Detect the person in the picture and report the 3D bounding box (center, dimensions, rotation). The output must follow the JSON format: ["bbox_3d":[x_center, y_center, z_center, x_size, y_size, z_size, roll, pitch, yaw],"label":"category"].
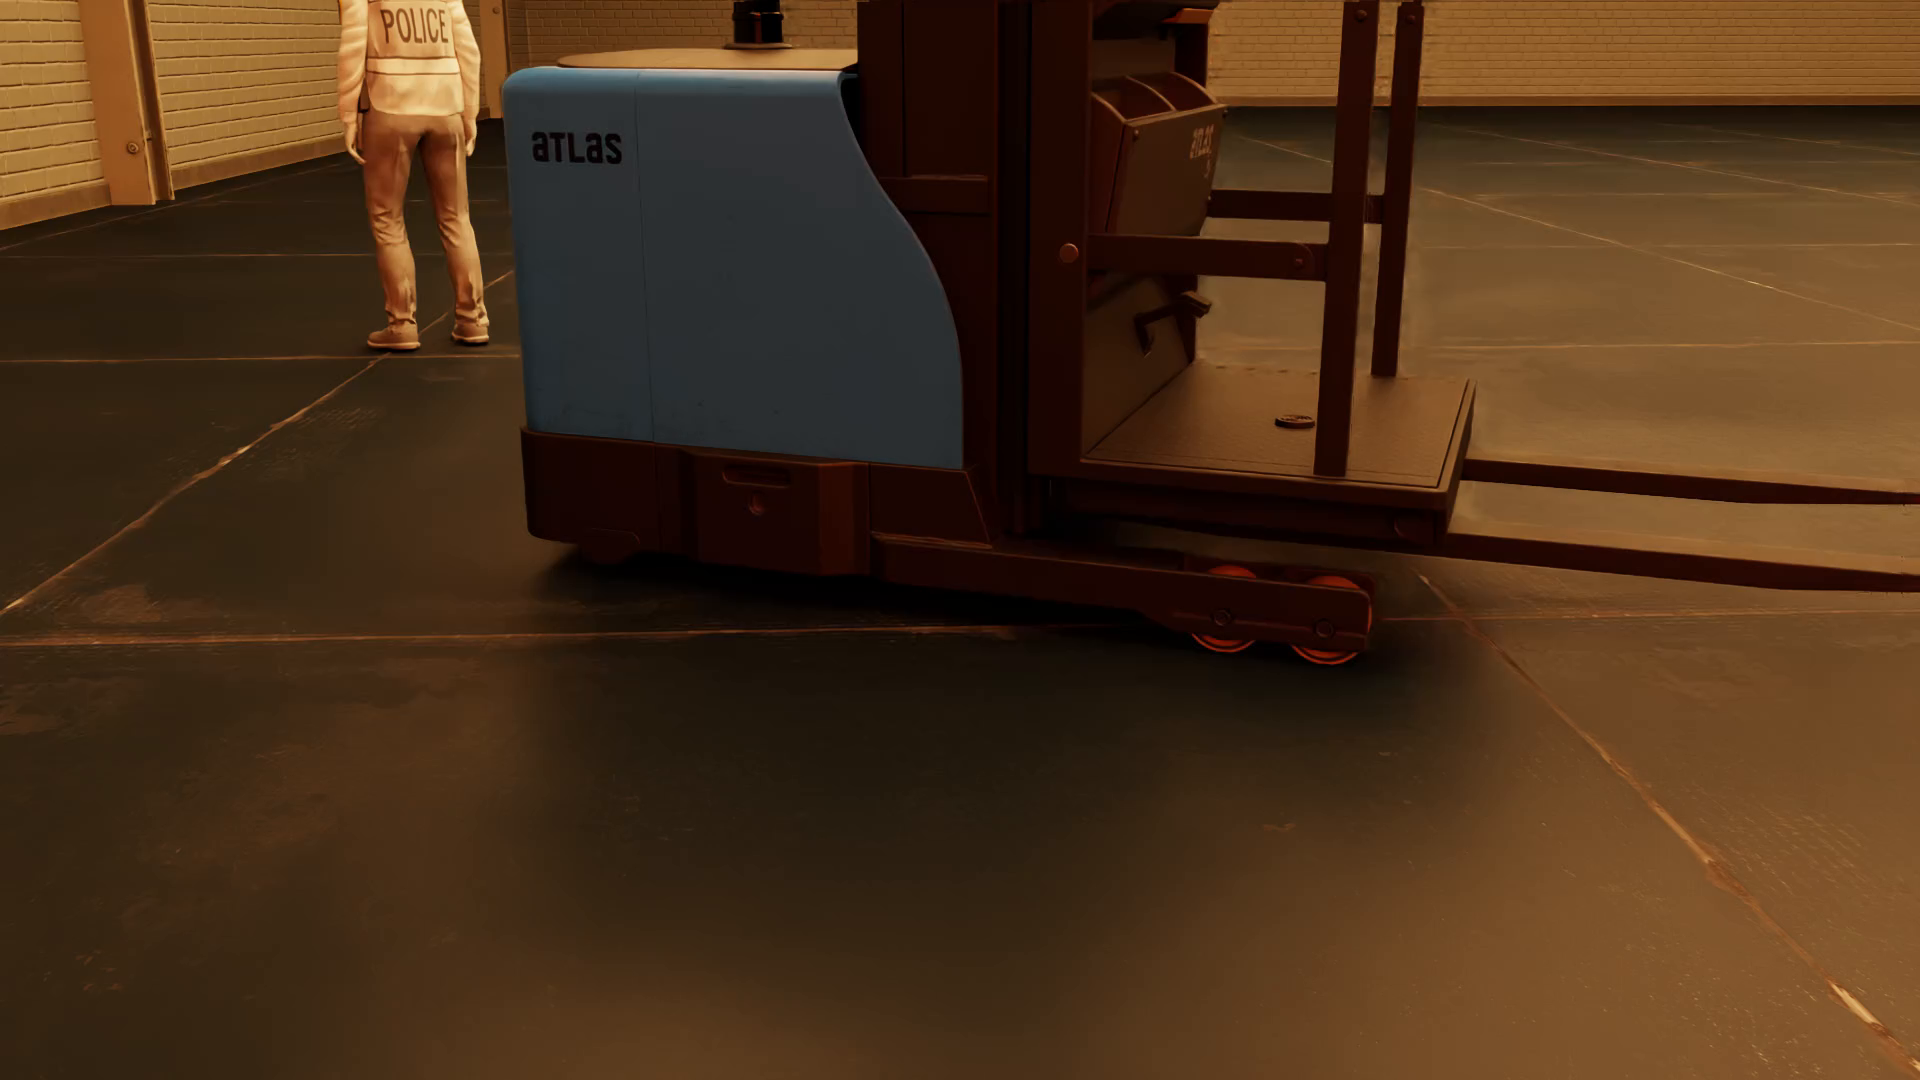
[{"bbox_3d":[-2.018,-1.532,6.091,0.528,1.662,0.375,-13,22,-37],"label":"person"}]

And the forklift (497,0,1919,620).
[{"bbox_3d":[0.611,-1.398,3.477,3.031,2.935,1.130,1,17,2],"label":"forklift"}]
